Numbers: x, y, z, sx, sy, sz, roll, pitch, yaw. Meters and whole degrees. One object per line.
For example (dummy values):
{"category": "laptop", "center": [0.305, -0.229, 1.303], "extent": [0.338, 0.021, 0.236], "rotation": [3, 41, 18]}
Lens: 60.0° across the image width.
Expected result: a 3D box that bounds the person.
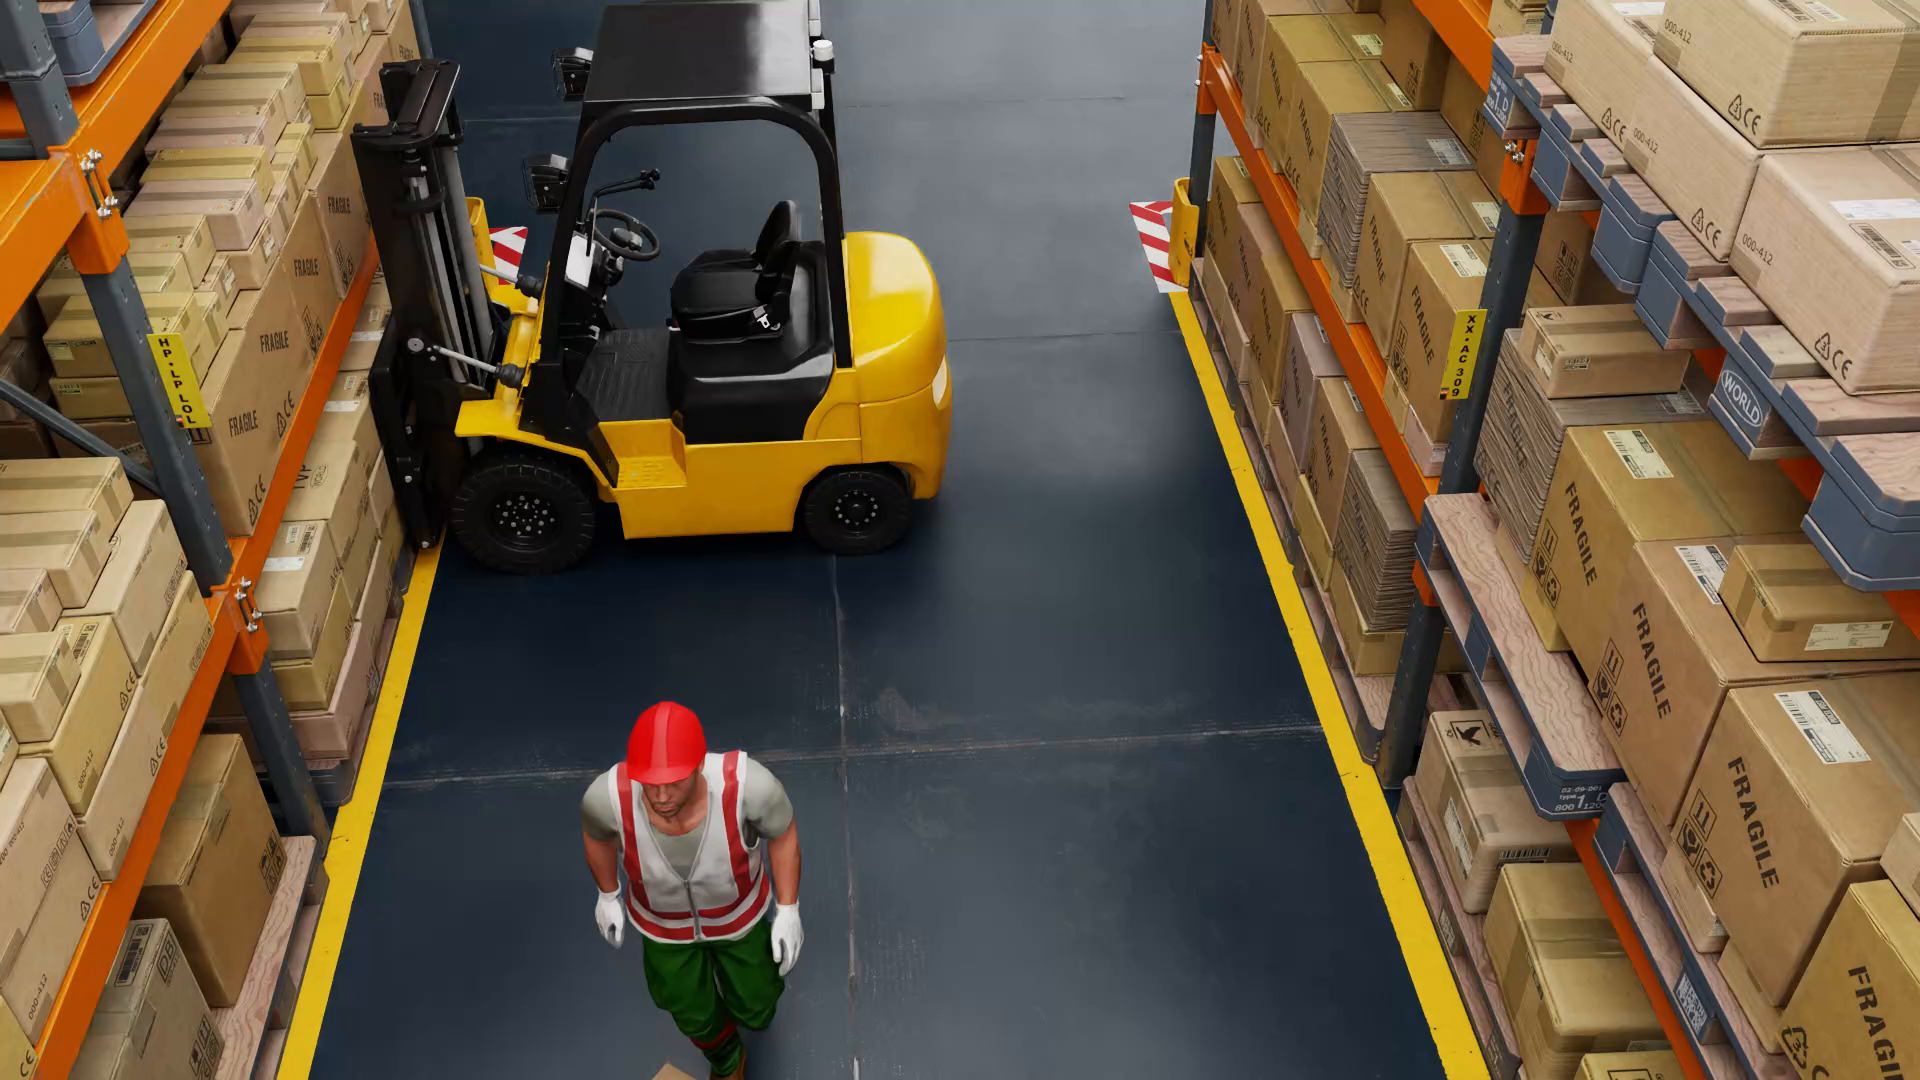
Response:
{"category": "person", "center": [-0.762, 1.026, 4.859], "extent": [0.610, 1.765, 0.645], "rotation": [-5, 39, -6]}
